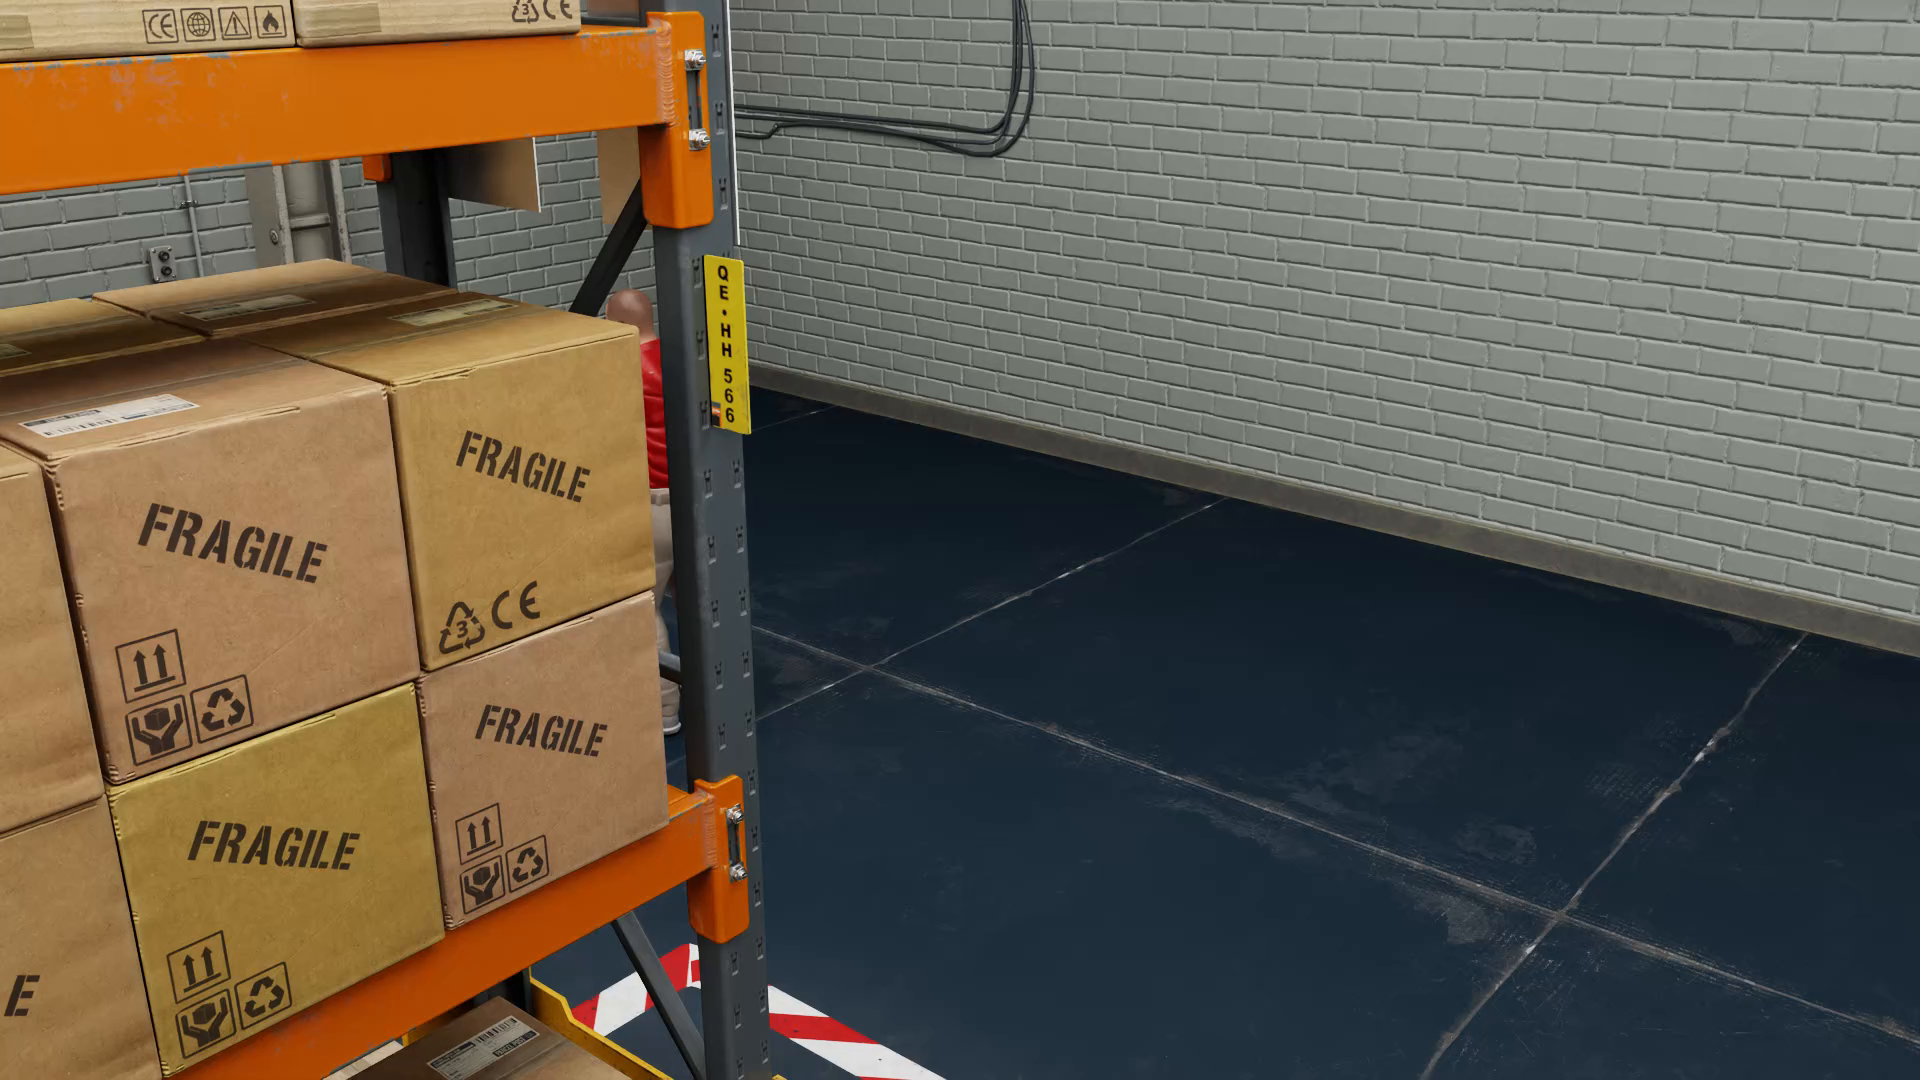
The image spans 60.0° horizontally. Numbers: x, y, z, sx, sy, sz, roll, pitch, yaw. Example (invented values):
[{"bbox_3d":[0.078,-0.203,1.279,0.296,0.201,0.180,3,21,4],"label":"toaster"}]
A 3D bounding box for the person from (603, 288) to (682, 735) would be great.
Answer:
[{"bbox_3d":[-1.153,-0.104,6.376,0.384,1.728,0.603,14,25,34],"label":"person"}]
